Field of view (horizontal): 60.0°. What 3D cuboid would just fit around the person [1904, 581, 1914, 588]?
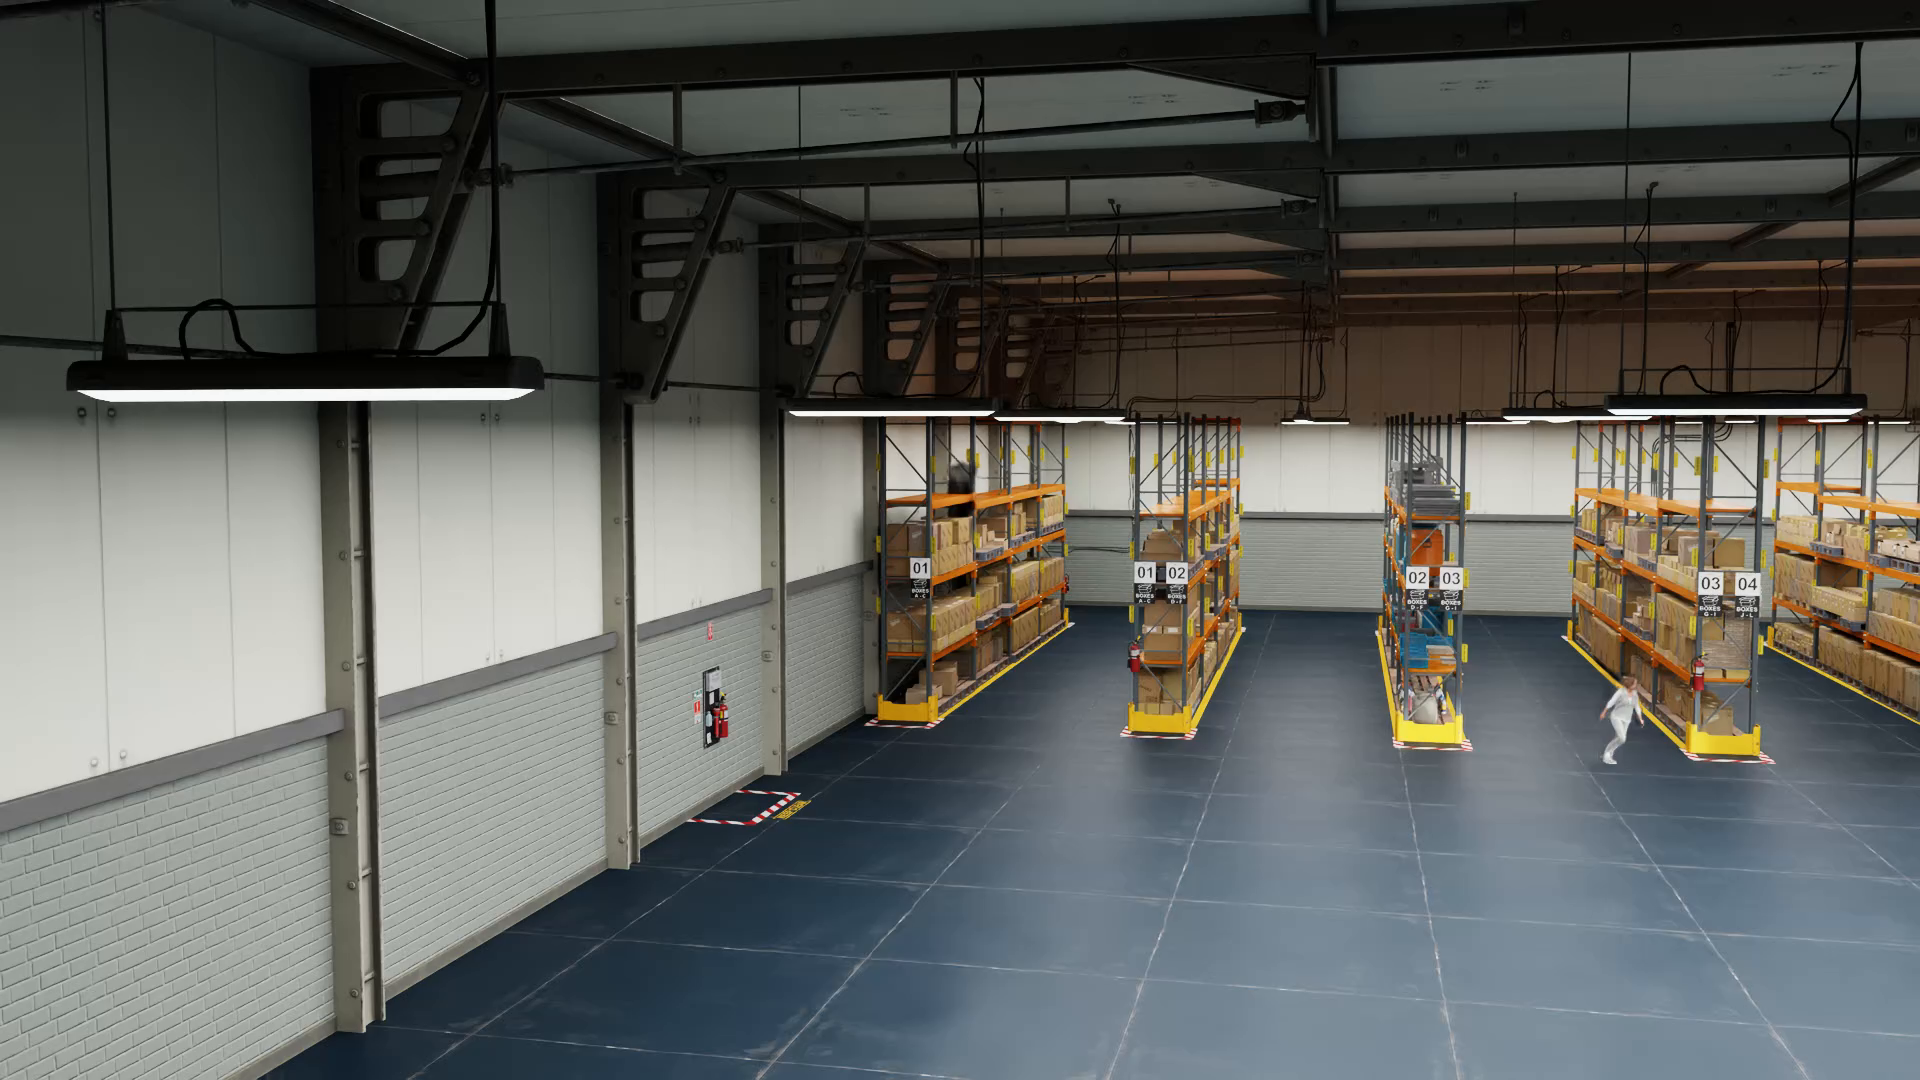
[{"bbox_3d":[25.207,1.834,44.187,0.810,1.840,0.669,0,4,5],"label":"person"}]

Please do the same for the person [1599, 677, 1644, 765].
[{"bbox_3d":[11.194,3.057,28.083,0.517,1.528,0.642,-1,4,-21],"label":"person"}]

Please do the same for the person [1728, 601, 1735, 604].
[{"bbox_3d":[20.574,1.868,44.244,0.710,1.752,0.690,4,5,44],"label":"person"}]
